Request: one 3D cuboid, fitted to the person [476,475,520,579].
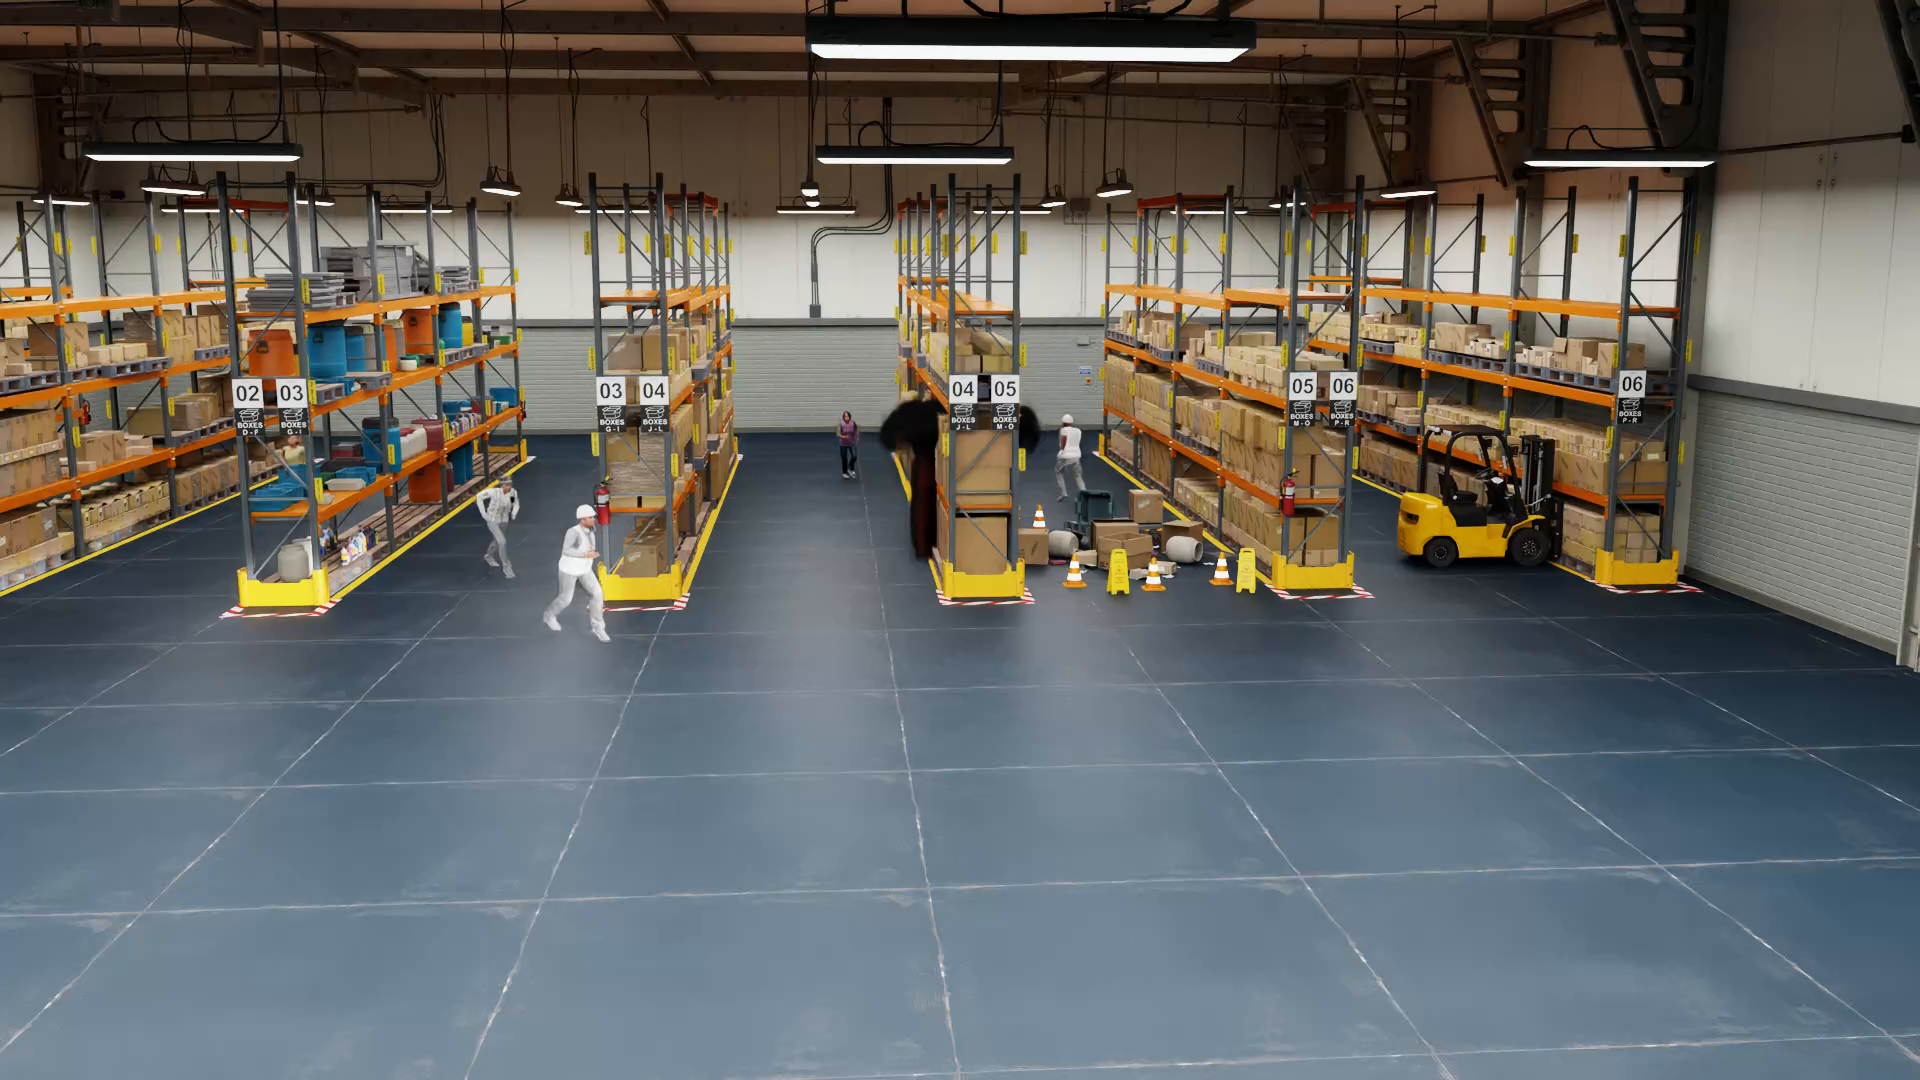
[{"bbox_3d":[-7.132,-0.228,25.581,0.662,1.627,0.969,-8,13,-38],"label":"person"}]

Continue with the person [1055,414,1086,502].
[{"bbox_3d":[2.152,-1.591,32.756,0.700,1.735,0.998,-5,11,-26],"label":"person"}]

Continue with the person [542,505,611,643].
[{"bbox_3d":[-4.967,0.419,21.353,1.037,1.783,0.642,6,12,30],"label":"person"}]

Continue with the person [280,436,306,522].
[{"bbox_3d":[-12.202,-1.160,30.503,0.594,1.648,0.622,-1,10,-4],"label":"person"}]

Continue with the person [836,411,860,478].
[{"bbox_3d":[-2.424,-2.064,36.029,0.538,1.495,0.841,-2,10,-11],"label":"person"}]
